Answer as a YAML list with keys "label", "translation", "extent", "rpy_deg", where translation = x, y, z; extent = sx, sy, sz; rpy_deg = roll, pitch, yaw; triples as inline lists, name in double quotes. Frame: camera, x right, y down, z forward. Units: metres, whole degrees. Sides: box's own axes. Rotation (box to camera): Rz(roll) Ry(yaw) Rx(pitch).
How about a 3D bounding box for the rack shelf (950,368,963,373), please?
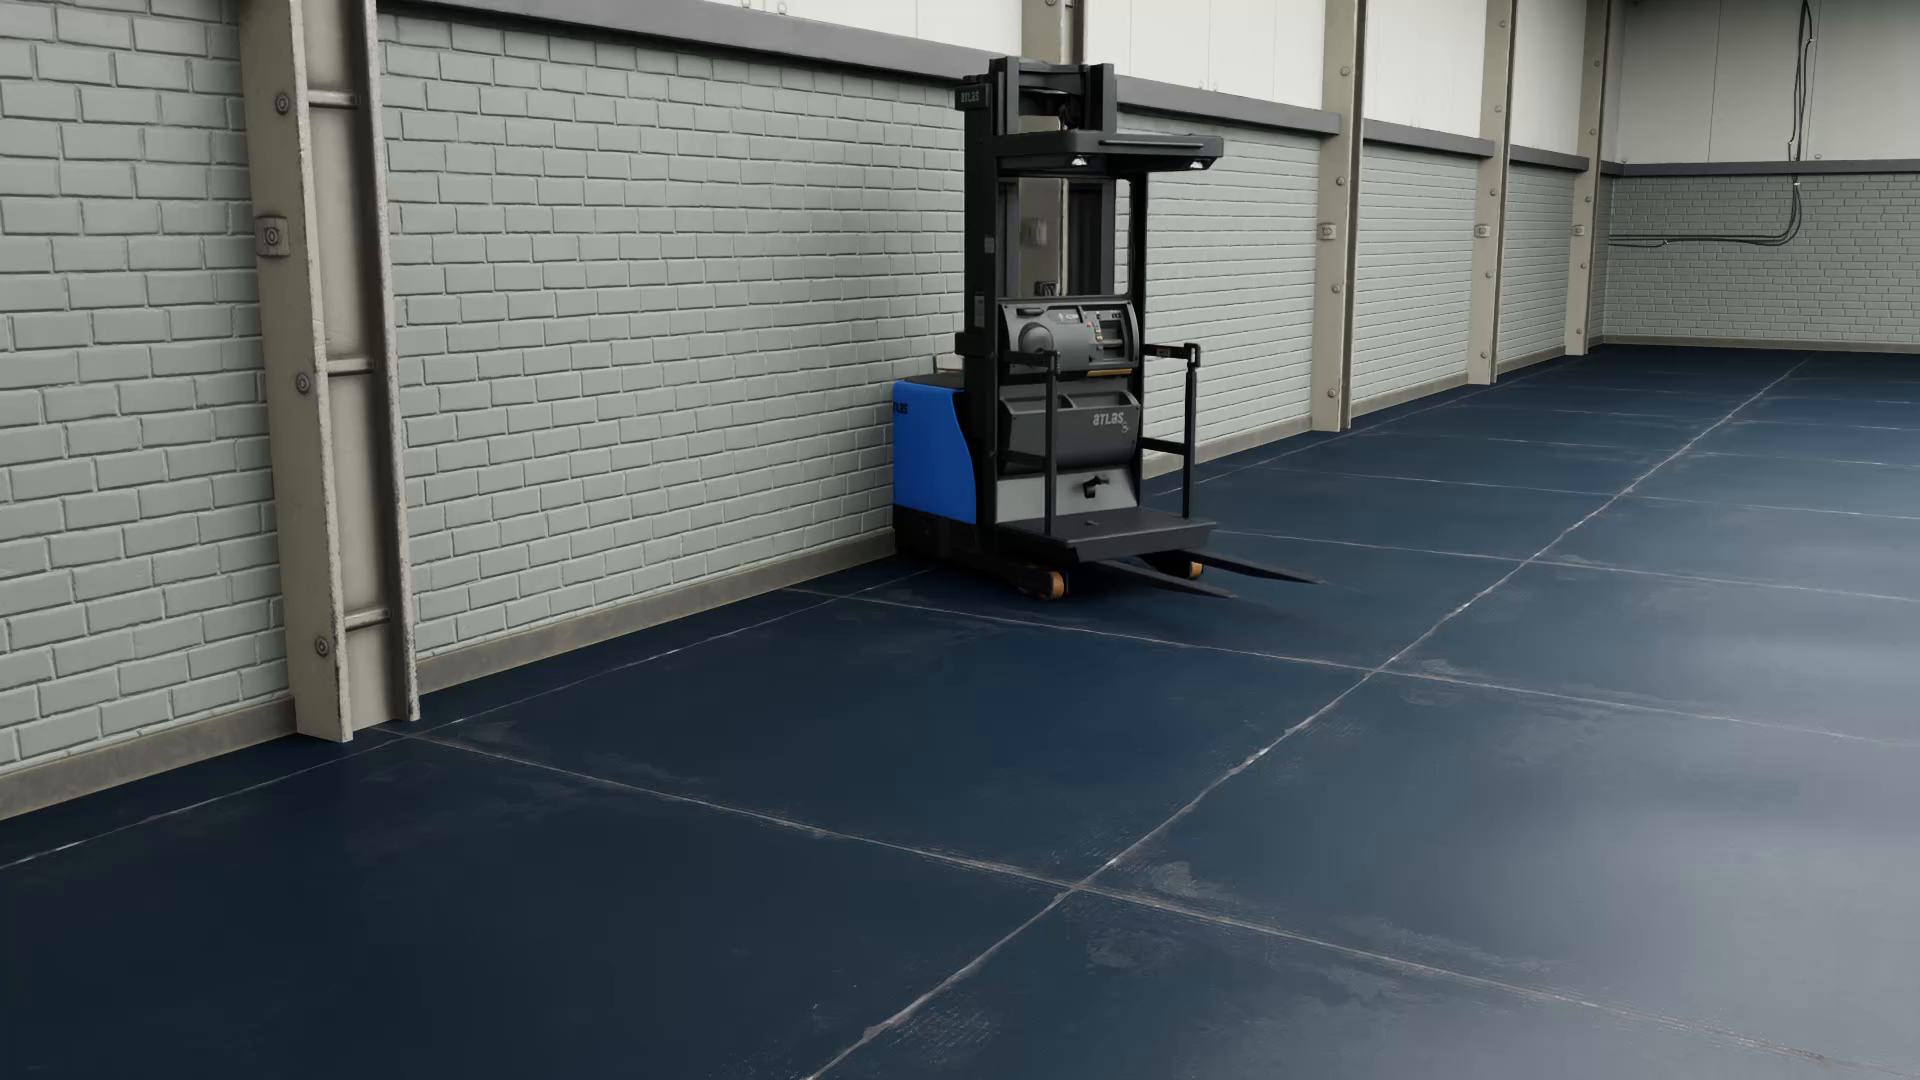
- label: "rack shelf"
  translation: [0.067, -1.025, 10.750]
  extent: [0.258, 0.148, 0.480]
  rpy_deg: [6, 19, 30]

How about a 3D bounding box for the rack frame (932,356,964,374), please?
- label: "rack frame"
  translation: [-0.033, -0.582, 10.662]
  extent: [0.240, 1.200, 0.015]
  rpy_deg: [6, 19, 30]

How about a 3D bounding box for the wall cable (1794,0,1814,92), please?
- label: "wall cable"
  translation: [14.958, -8.475, 26.400]
  extent: [3.097, 2.526, 0.112]
  rpy_deg: [6, 12, 31]

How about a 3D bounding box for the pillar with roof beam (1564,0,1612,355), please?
- label: "pillar with roof beam"
  translation: [13.666, -7.029, 23.962]
  extent: [9.100, 9.000, 0.400]
  rpy_deg: [6, 12, 31]

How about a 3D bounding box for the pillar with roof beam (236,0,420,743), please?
- label: "pillar with roof beam"
  translation: [1.205, -3.255, 3.801]
  extent: [9.100, 9.000, 0.400]
  rpy_deg: [6, 12, 31]

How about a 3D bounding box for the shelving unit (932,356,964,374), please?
- label: "shelving unit"
  translation: [0.092, -0.649, 10.861]
  extent: [0.258, 1.200, 0.503]
  rpy_deg: [6, 19, 30]

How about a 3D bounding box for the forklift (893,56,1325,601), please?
- label: "forklift"
  translation: [0.757, -1.207, 9.350]
  extent: [1.130, 2.935, 3.031]
  rpy_deg: [-7, 13, -33]

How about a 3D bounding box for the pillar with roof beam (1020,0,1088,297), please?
- label: "pillar with roof beam"
  translation: [4.320, -4.199, 8.841]
  extent: [9.100, 9.000, 0.400]
  rpy_deg: [6, 12, 31]

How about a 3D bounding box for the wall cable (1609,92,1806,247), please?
- label: "wall cable"
  translation: [12.646, -6.251, 28.245]
  extent: [3.097, 2.526, 0.112]
  rpy_deg: [6, 12, 31]

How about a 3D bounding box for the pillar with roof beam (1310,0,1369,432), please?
- label: "pillar with roof beam"
  translation: [7.435, -5.142, 13.881]
  extent: [9.100, 9.000, 0.400]
  rpy_deg: [6, 12, 31]

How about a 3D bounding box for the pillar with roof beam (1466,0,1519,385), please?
- label: "pillar with roof beam"
  translation: [10.550, -6.086, 18.922]
  extent: [9.100, 9.000, 0.400]
  rpy_deg: [6, 12, 31]
